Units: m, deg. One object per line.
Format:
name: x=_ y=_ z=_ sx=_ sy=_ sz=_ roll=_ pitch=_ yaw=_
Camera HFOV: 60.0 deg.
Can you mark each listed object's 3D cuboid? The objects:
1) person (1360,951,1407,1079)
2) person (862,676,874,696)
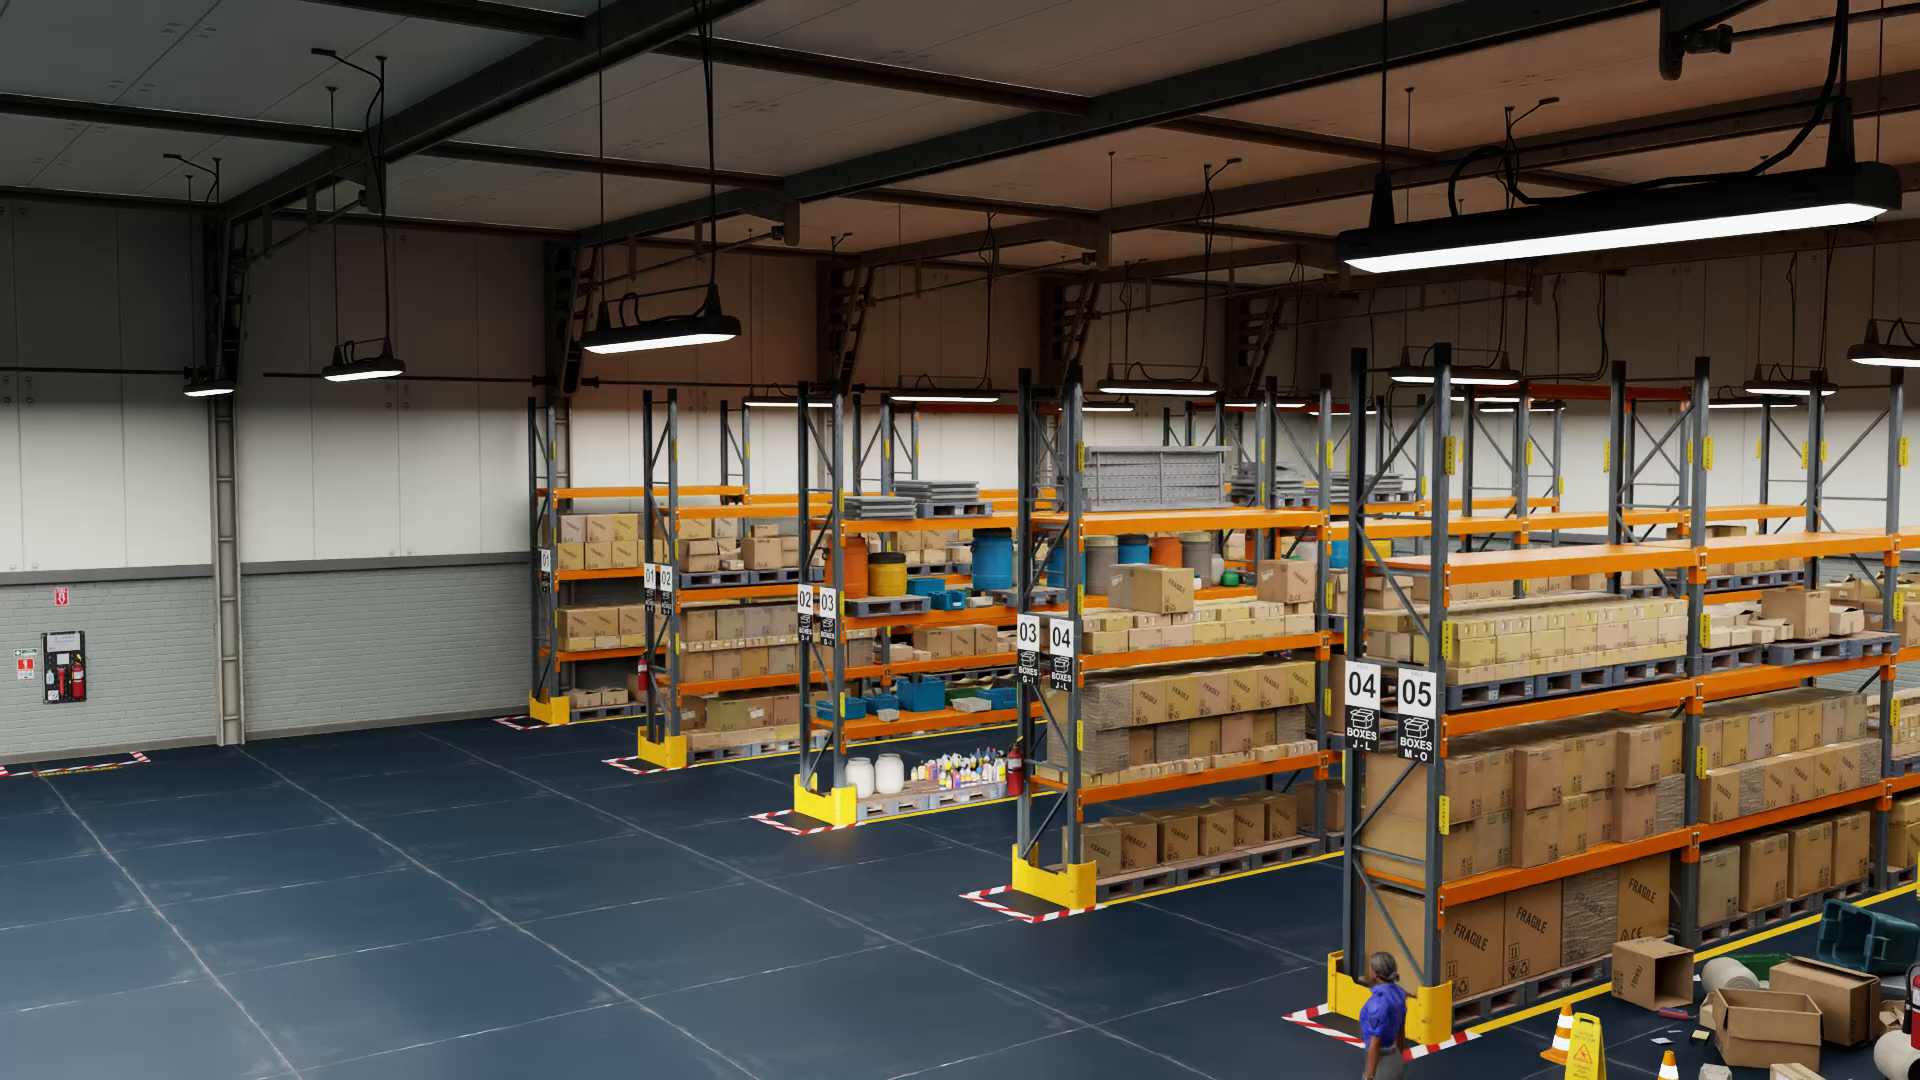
person: x=2.952 y=3.645 z=11.443 sx=0.517 sy=1.646 sz=0.432 roll=1 pitch=4 yaw=23
person: x=-1.904 y=2.471 z=31.150 sx=0.556 sy=1.873 sz=0.558 roll=-2 pitch=4 yaw=-25
